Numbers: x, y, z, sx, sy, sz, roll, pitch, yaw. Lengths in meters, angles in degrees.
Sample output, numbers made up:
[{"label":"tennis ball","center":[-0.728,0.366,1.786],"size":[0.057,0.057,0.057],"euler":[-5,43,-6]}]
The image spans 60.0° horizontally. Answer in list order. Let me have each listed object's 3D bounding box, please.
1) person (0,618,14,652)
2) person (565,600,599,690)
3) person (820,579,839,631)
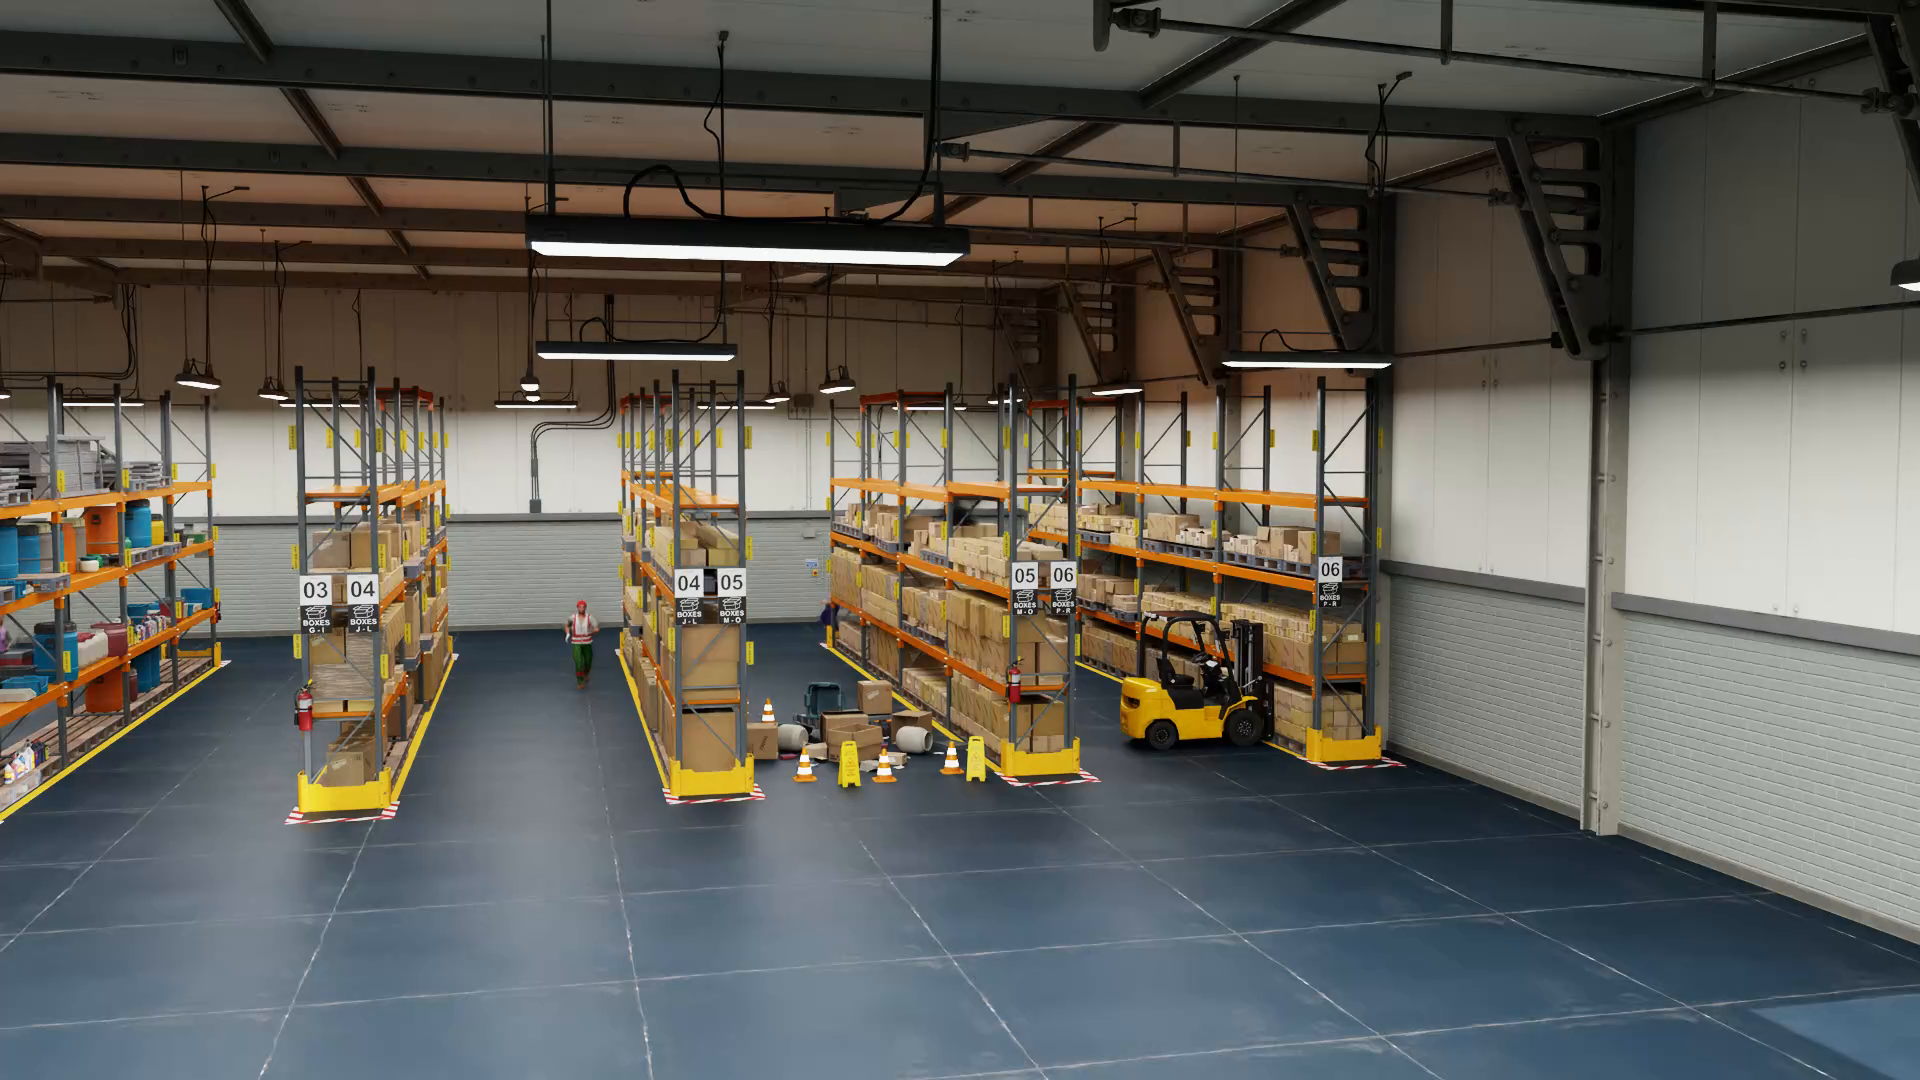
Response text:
[{"label":"person","center":[-18.929,2.283,32.728],"size":[0.539,1.560,0.547],"euler":[-2,4,-28]},{"label":"person","center":[-7.620,2.099,33.528],"size":[0.665,1.767,0.980],"euler":[-1,4,-15]},{"label":"person","center":[-3.269,1.732,41.736],"size":[0.573,1.563,0.727],"euler":[0,3,8]}]
